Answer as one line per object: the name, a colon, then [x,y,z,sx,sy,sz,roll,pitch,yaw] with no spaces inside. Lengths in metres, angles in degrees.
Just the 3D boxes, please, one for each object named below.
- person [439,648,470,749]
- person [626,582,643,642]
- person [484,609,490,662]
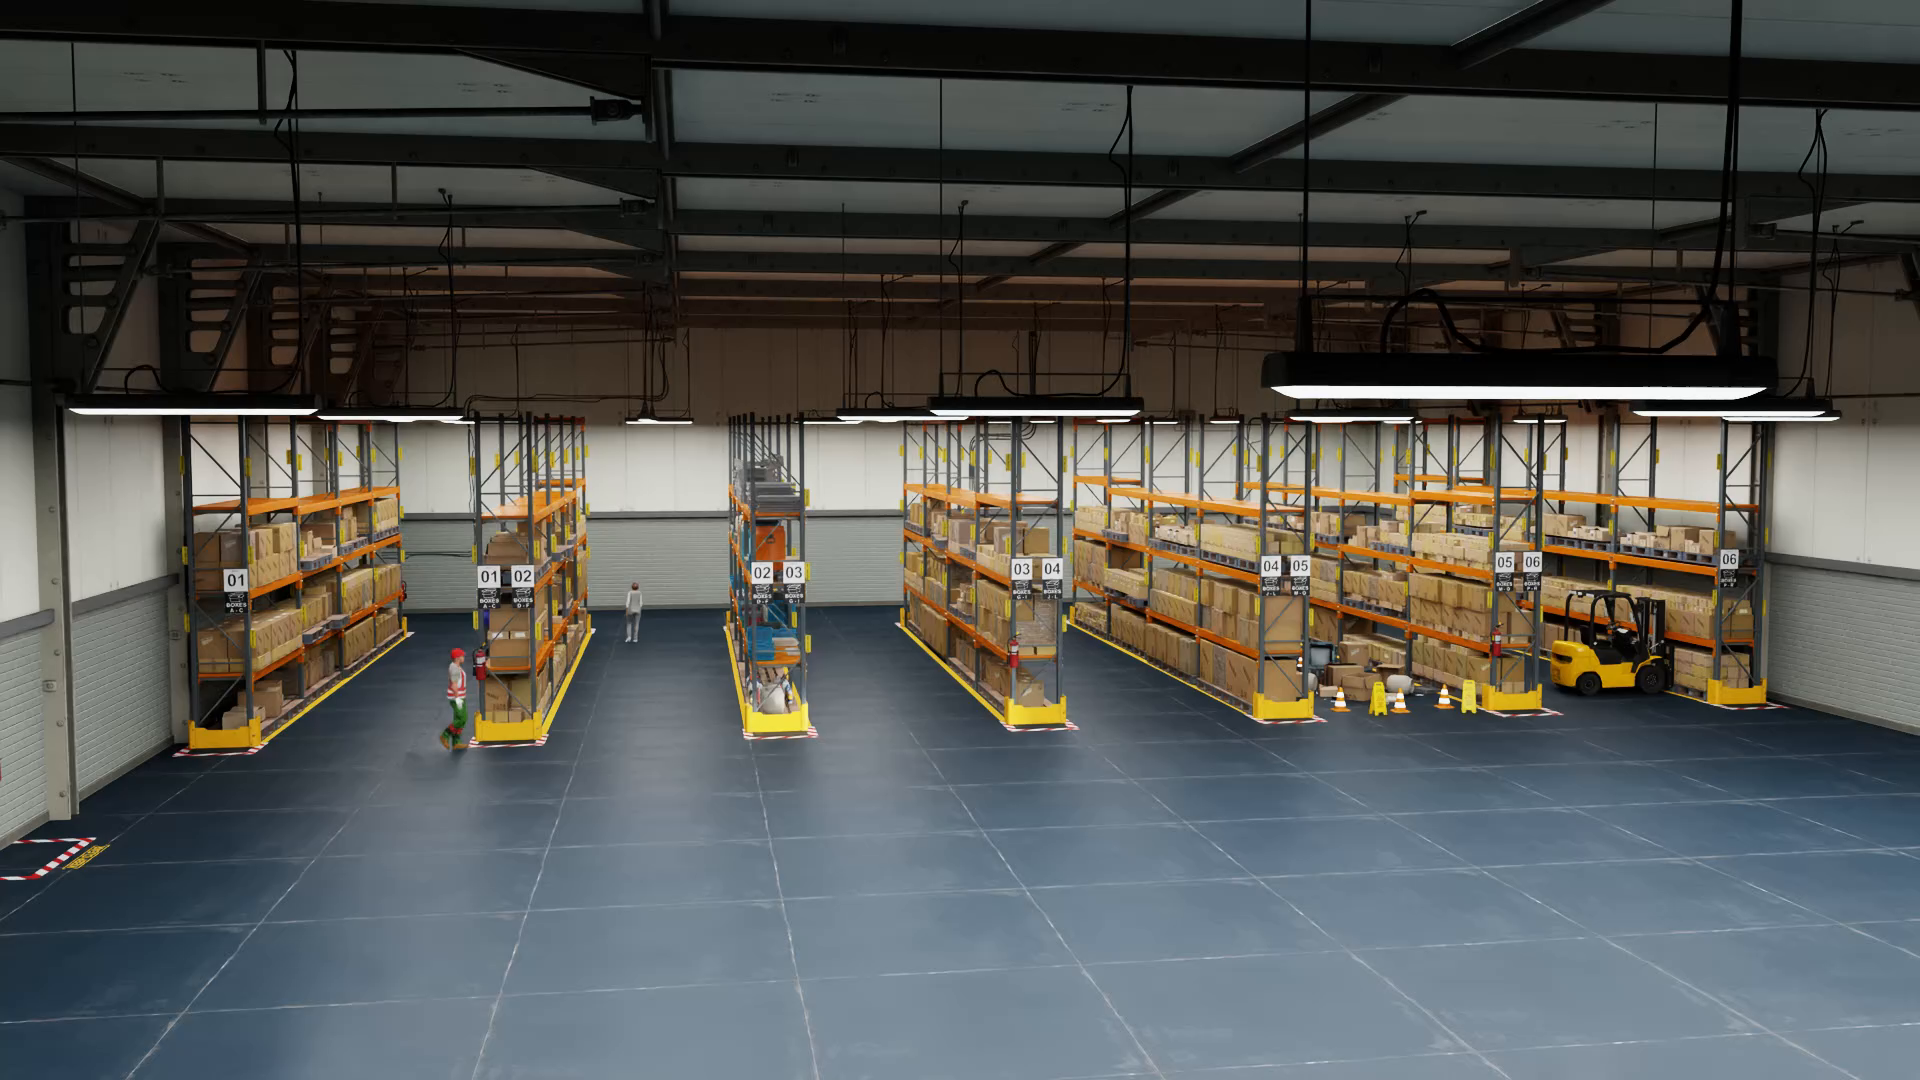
person: [-8.950,2.812,29.395,0.500,1.789,0.568,-1,4,-7]
person: [-8.663,1.987,44.215,0.447,1.513,0.467,-1,4,-13]
person: [-11.424,2.201,40.201,0.520,1.615,0.548,-1,4,-14]
